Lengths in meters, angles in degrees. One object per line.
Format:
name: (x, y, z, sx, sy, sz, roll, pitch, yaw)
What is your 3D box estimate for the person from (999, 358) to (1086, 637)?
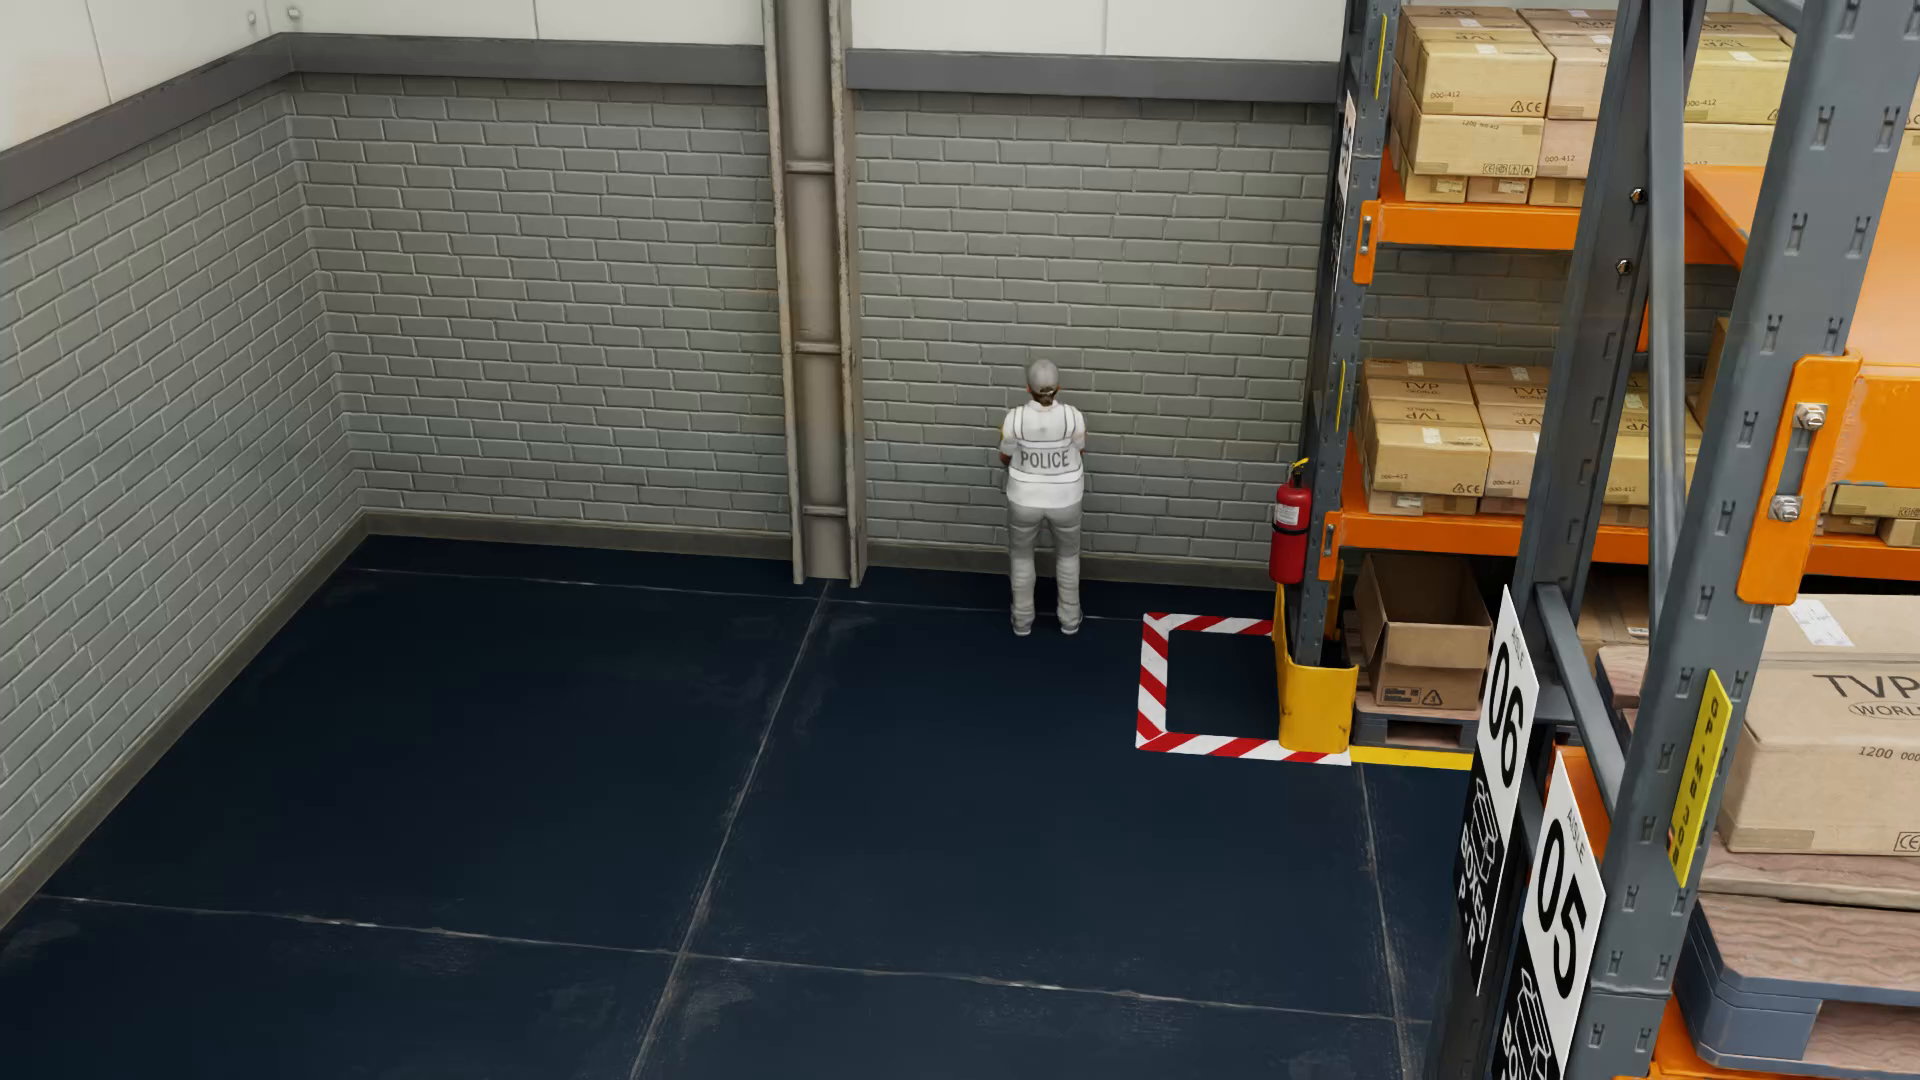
person: (0.457, -0.255, 9.087, 0.499, 1.667, 0.519, -1, 29, -1)
